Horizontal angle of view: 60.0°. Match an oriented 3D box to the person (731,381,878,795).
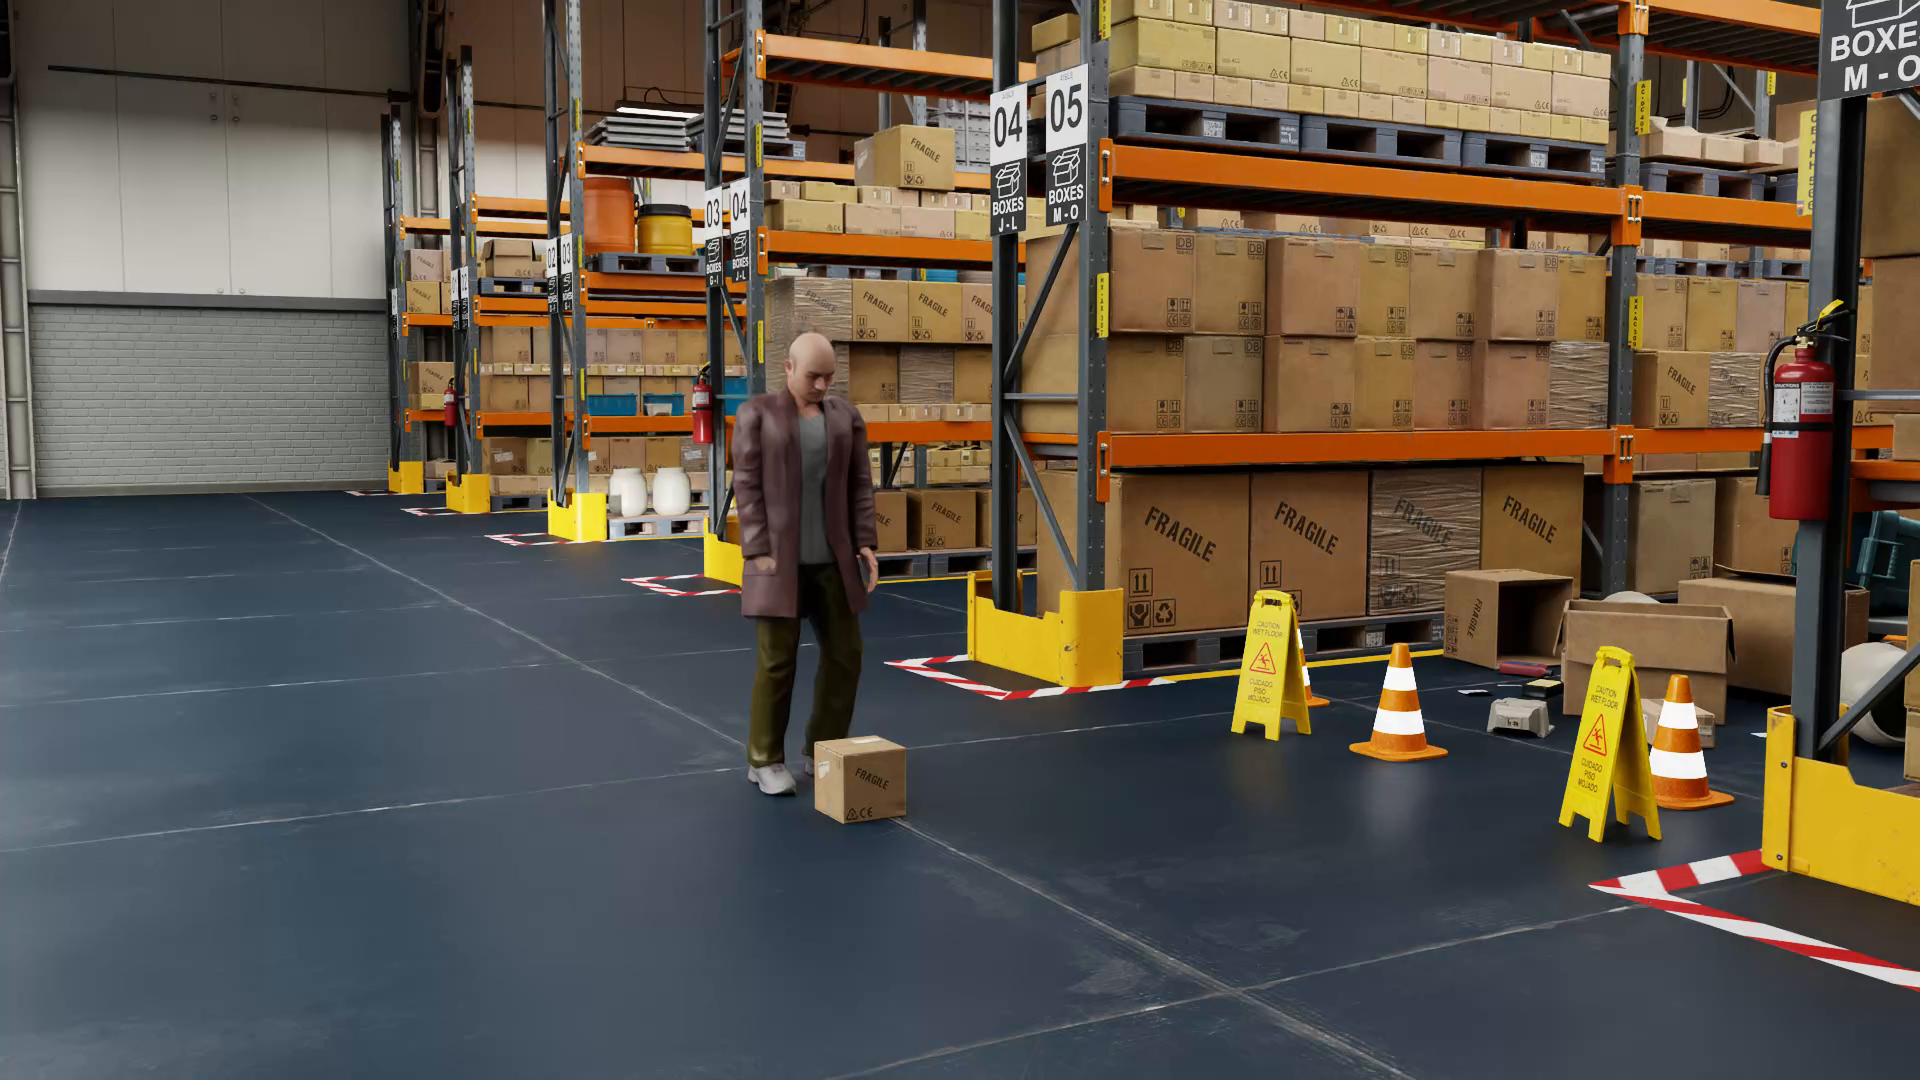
[{"bbox_3d":[-0.586,0.166,6.427,0.575,1.587,0.384,-3,6,-27],"label":"person"}]
